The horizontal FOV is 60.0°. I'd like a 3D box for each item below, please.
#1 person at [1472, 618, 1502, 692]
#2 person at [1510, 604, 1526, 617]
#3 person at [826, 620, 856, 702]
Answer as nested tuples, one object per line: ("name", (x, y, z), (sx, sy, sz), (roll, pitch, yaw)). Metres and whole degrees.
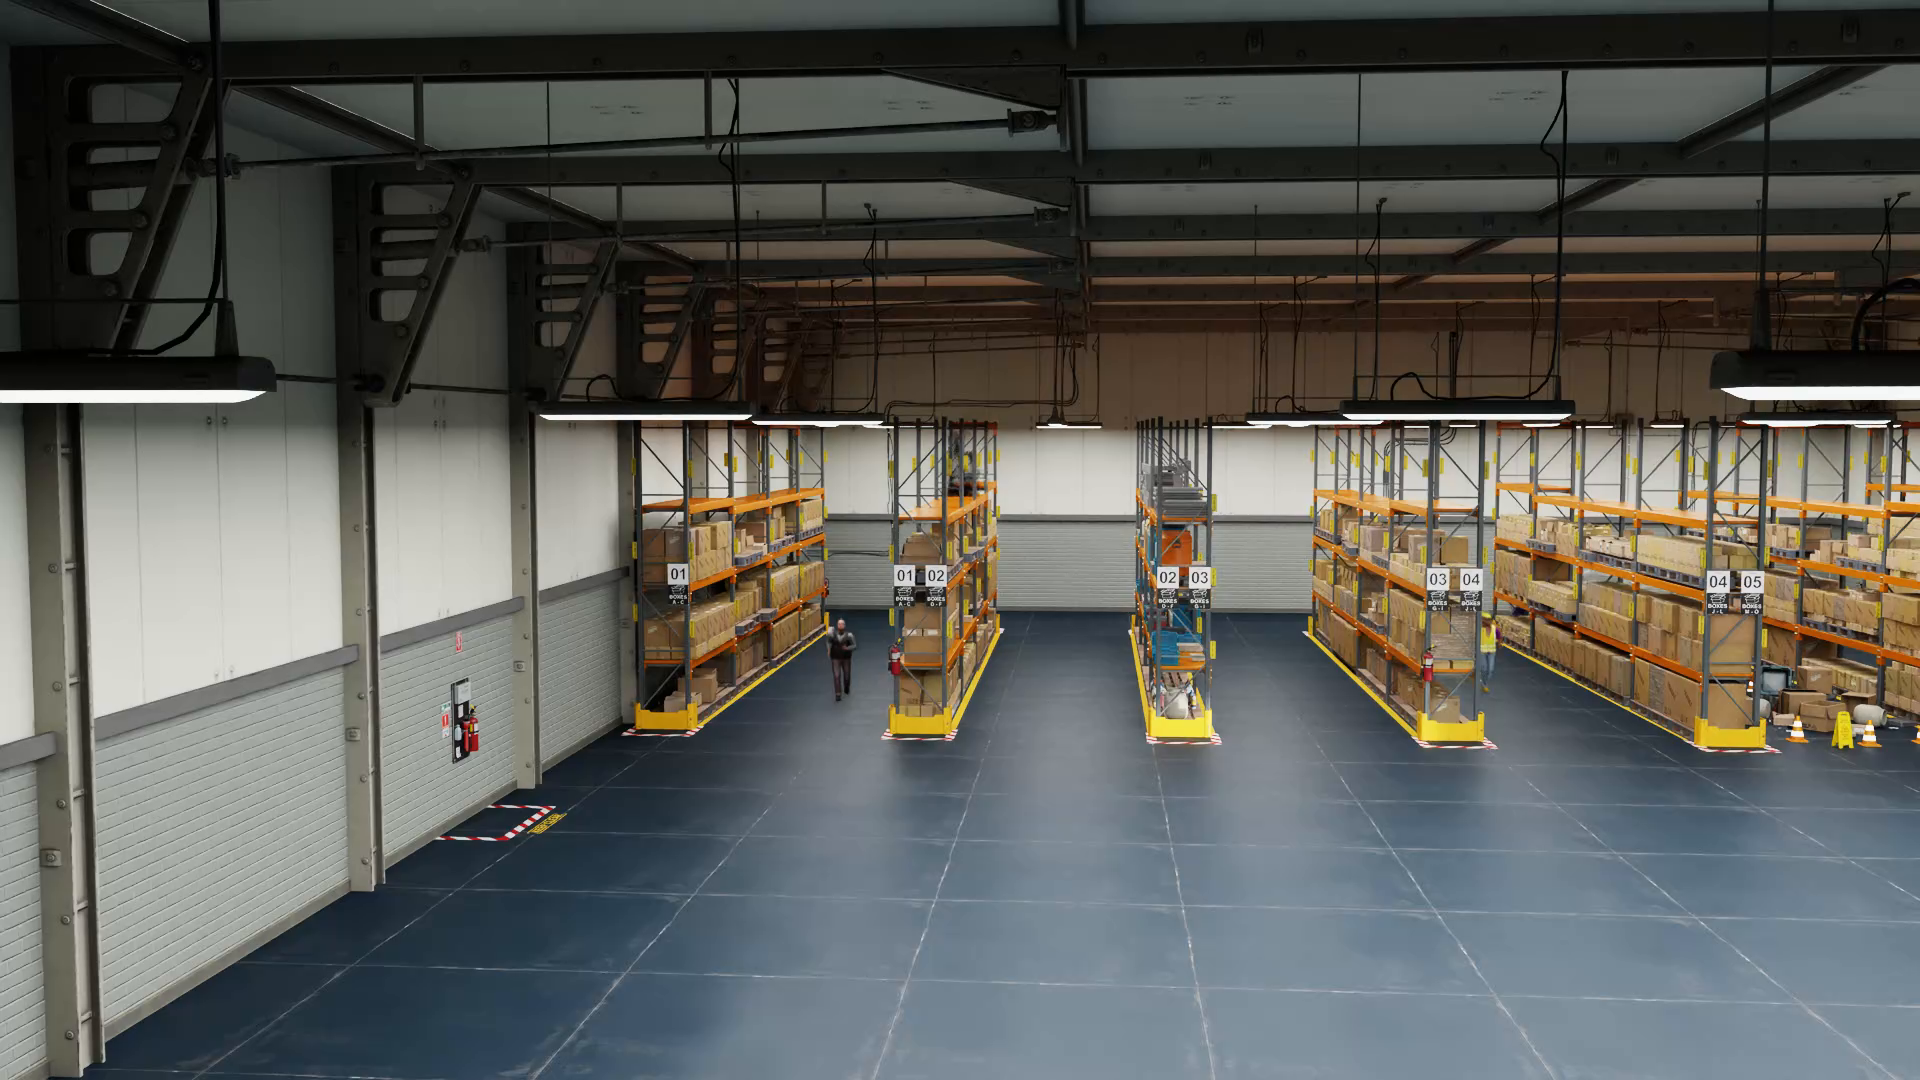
("person", (11.601, 2.494, 36.642), (0.691, 1.695, 0.632), (0, 4, -1))
("person", (16.040, 1.785, 47.598), (0.768, 1.428, 0.582), (0, 4, 0))
("person", (-2.538, 2.551, 35.443), (0.667, 1.699, 0.915), (0, 4, -1))
